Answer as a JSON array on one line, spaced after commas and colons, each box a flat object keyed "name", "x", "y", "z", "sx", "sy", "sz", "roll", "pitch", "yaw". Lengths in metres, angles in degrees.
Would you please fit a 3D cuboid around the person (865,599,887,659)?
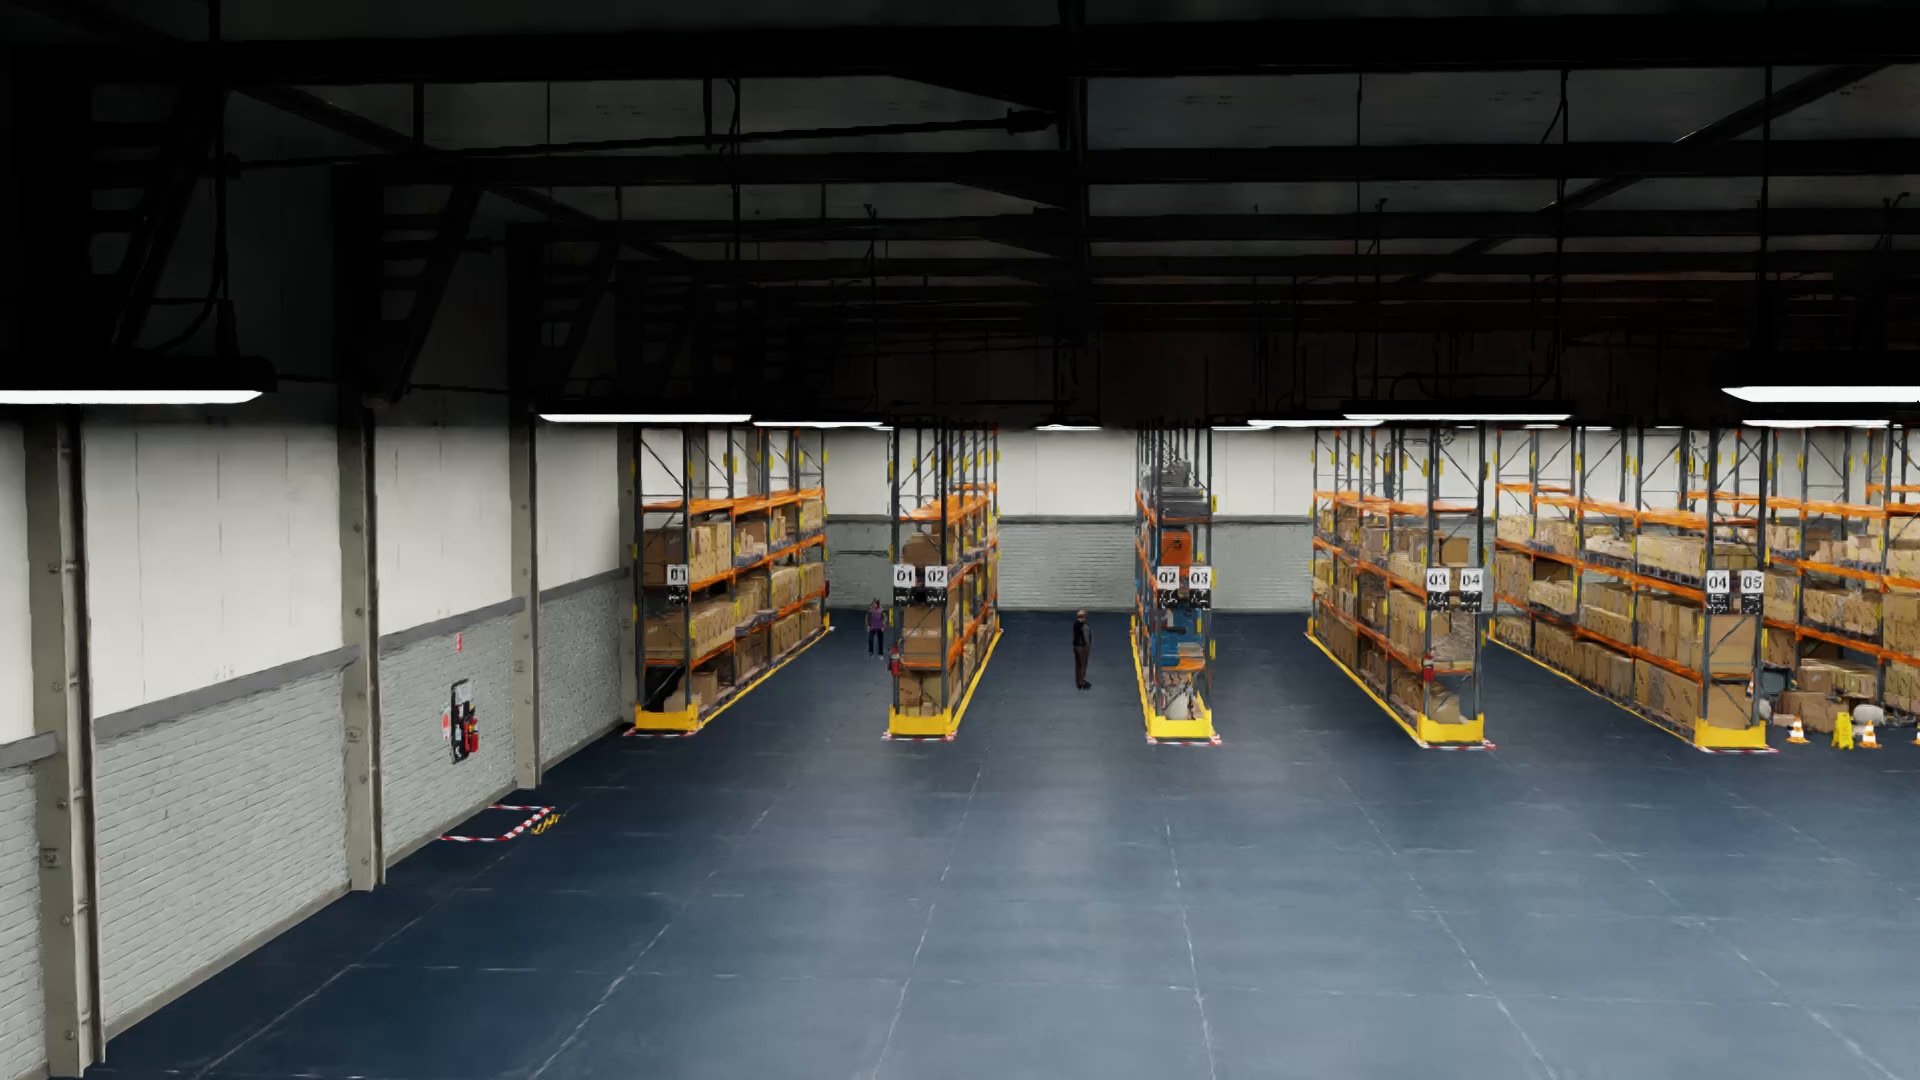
[{"name": "person", "x": -2.115, "y": 2.227, "z": 41.866, "sx": 0.566, "sy": 1.541, "sz": 0.519, "roll": 0, "pitch": 4, "yaw": 2}]

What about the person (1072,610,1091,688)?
[{"name": "person", "x": 2.760, "y": 2.419, "z": 37.184, "sx": 0.450, "sy": 1.727, "sz": 0.584, "roll": -2, "pitch": 4, "yaw": -26}]

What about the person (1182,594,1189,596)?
[{"name": "person", "x": 6.064, "y": 2.005, "z": 44.471, "sx": 0.423, "sy": 1.598, "sz": 0.503, "roll": -1, "pitch": 4, "yaw": -15}]

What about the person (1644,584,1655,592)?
[{"name": "person", "x": 18.407, "y": 1.919, "z": 44.439, "sx": 0.412, "sy": 1.786, "sz": 0.664, "roll": 1, "pitch": 4, "yaw": 9}]
